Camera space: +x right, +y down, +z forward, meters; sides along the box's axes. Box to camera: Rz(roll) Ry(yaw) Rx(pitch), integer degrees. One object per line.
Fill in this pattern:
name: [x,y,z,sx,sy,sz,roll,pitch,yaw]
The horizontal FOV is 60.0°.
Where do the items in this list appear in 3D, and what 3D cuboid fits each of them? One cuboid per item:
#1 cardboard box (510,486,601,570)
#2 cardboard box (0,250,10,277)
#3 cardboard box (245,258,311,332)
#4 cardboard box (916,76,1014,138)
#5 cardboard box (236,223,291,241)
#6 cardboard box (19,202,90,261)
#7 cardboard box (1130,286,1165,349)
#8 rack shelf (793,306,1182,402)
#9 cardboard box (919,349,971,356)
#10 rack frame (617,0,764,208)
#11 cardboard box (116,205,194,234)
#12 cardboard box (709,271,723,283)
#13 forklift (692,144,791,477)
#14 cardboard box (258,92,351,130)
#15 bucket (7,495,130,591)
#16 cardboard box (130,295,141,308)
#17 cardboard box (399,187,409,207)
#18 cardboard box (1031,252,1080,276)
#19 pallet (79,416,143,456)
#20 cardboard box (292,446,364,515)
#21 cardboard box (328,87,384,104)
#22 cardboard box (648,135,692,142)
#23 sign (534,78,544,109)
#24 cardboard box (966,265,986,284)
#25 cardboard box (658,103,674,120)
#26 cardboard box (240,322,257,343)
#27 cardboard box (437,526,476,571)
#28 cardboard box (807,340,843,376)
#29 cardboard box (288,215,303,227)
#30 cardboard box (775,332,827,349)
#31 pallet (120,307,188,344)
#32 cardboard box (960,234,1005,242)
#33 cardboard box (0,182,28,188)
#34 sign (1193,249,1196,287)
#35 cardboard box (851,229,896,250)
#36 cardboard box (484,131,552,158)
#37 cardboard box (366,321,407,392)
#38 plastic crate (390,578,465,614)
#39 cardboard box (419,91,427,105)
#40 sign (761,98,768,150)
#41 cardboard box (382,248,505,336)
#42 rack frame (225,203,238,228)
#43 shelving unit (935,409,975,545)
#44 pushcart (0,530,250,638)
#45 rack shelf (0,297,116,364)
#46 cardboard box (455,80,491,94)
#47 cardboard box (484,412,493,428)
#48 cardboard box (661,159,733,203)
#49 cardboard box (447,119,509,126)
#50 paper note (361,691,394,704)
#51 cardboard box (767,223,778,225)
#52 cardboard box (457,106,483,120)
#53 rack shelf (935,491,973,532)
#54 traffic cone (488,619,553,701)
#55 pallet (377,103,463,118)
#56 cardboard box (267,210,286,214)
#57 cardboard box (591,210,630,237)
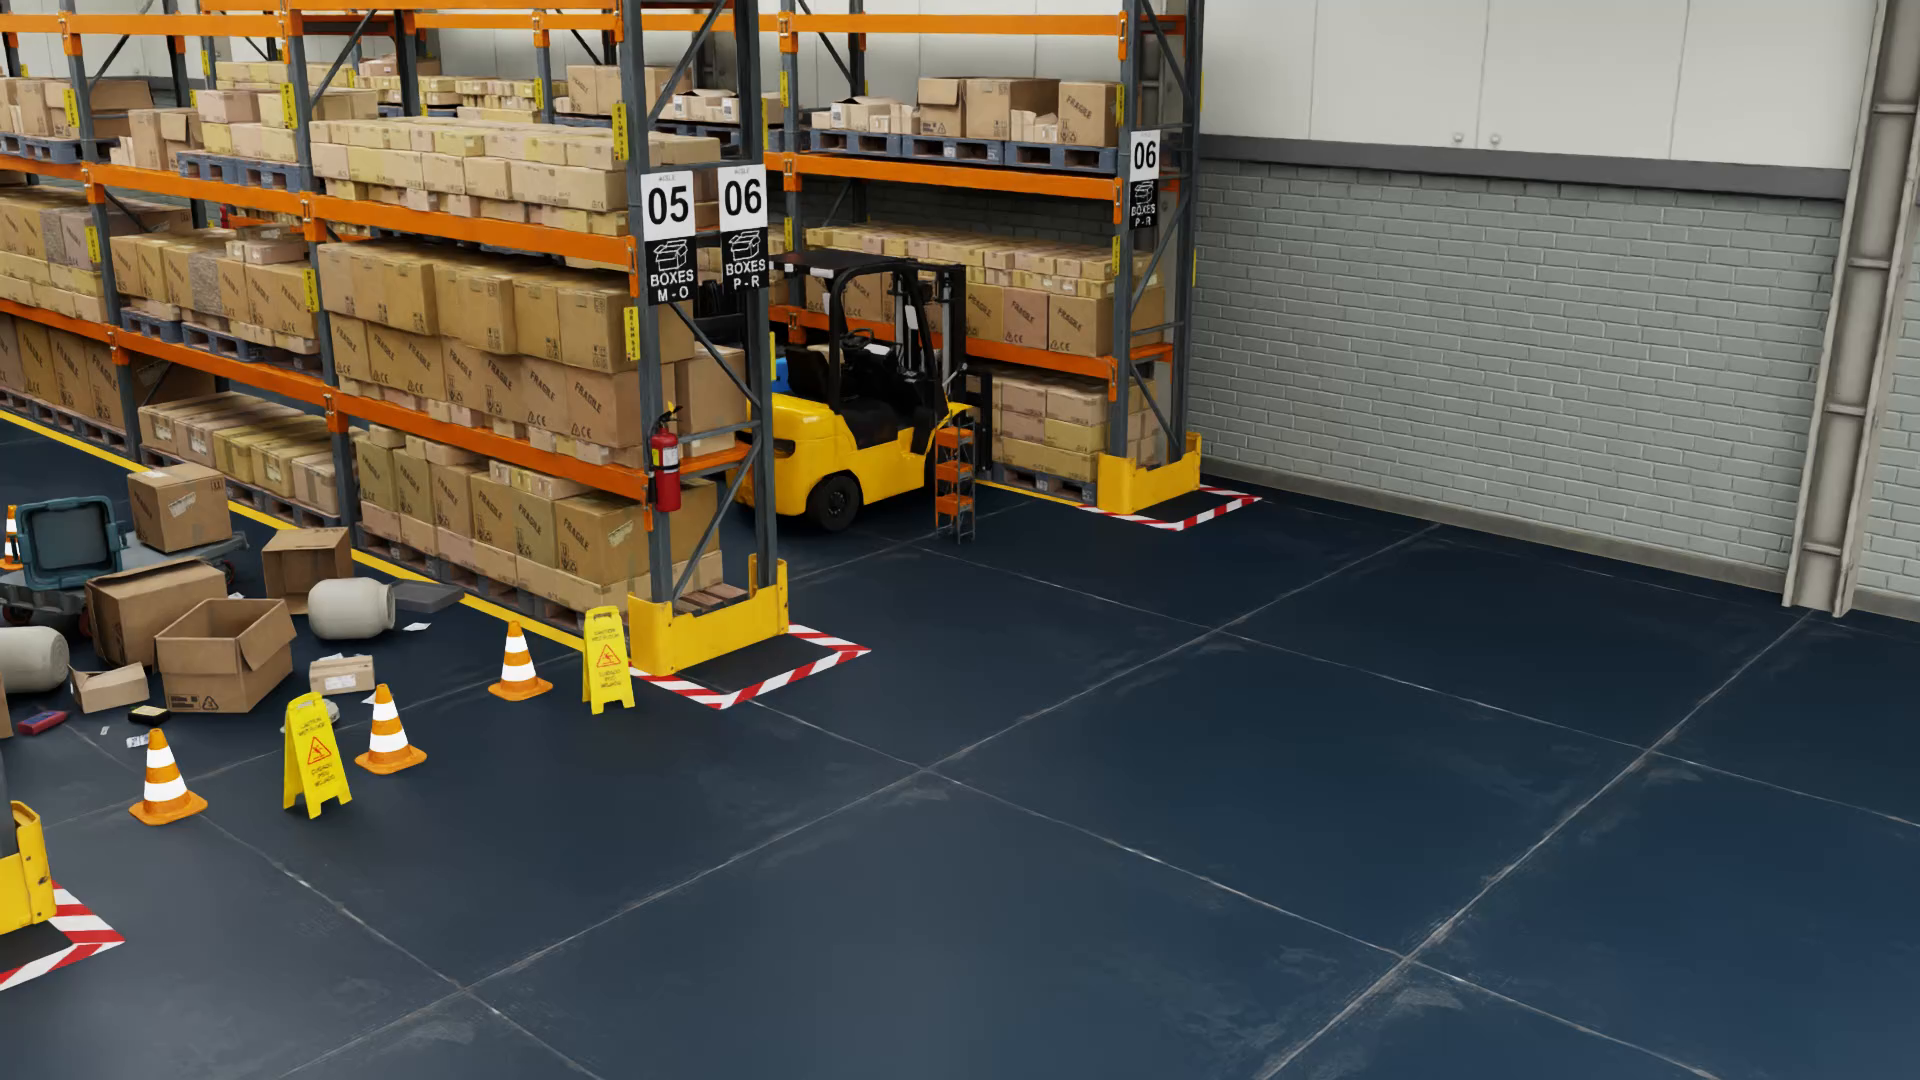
cardboard box: [-2.793,-0.138,11.699,0.500,0.500,0.500,16,24,41]
cardboard box: [-9.693,-2.903,17.223,0.500,0.250,0.500,15,23,40]
cardboard box: [-5.489,-2.018,13.660,0.500,0.500,0.500,15,23,40]
cardboard box: [0.060,-3.924,15.027,0.637,0.503,0.797,16,24,41]
cardboard box: [-6.200,-2.725,14.817,0.250,0.149,0.380,14,22,37]
cardboard box: [-8.928,-3.063,16.485,0.500,0.500,0.500,15,23,39]
cardboard box: [1.478,-2.019,14.849,0.500,0.500,0.500,16,24,41]
rack shelf: [0.168,-1.868,15.727,4.000,0.370,1.077,15,23,39]
cardboard box: [-0.073,-1.720,16.271,0.500,0.250,0.500,15,23,40]
rack frame: [-1.628,-3.545,9.904,0.127,3.000,1.000,15,23,39]
cardboard box: [-7.818,-2.970,16.193,0.500,0.500,0.500,14,22,37]
cardboard box: [-2.258,-2.682,17.352,0.500,0.250,0.500,15,23,39]
forklift: [-2.687,-2.360,16.201,1.130,2.935,3.031,-14,23,-38]
cardboard box: [-5.137,-3.372,13.048,0.500,0.250,0.500,16,23,40]
bucket: [-6.197,-0.007,11.572,0.726,0.611,0.620,-9,10,-27]
cardboard box: [-7.491,-2.264,15.509,0.250,0.149,0.380,13,22,36]
cardboard box: [-3.778,-2.475,11.907,0.250,0.149,0.380,14,22,38]
cardboard box: [0.838,-2.421,14.551,0.250,0.149,0.380,16,23,40]
pallet: [-8.151,-1.138,16.847,1.213,0.211,1.003,15,23,39]
cardboard box: [-5.013,-0.541,14.006,0.625,0.372,0.950,15,23,40]
cardboard box: [-7.838,-5.758,21.595,0.500,0.250,0.500,15,23,39]
cardboard box: [-1.957,-2.540,10.794,0.250,0.149,0.380,15,23,39]
sign: [-4.681,-4.969,18.496,0.005,0.325,0.100,15,23,39]
cardboard box: [0.243,-2.424,15.053,0.250,0.149,0.380,15,23,40]
cardboard box: [-2.928,-4.477,17.356,0.250,0.149,0.380,15,23,39]
cardboard box: [-5.783,-1.760,13.921,0.250,0.149,0.380,15,23,40]
cardboard box: [-3.552,0.012,12.465,0.500,0.250,0.500,15,23,39]
cardboard box: [-1.174,-1.810,16.555,0.500,0.250,0.500,15,23,38]
cardboard box: [-9.098,-4.455,23.107,0.250,0.149,0.380,16,23,40]
cardboard box: [-1.725,-1.782,17.501,0.625,0.625,0.875,16,24,42]
pallet: [-7.007,-2.081,15.527,1.003,0.211,1.213,15,23,39]
cardboard box: [0.217,-2.793,15.723,0.250,0.149,0.380,16,24,41]
cardboard box: [-10.798,-3.769,18.711,0.500,0.500,0.500,15,23,40]
sign: [2.037,-2.384,14.601,0.005,0.325,0.100,15,23,39]
cardboard box: [-0.834,-2.898,16.056,0.250,0.149,0.380,14,23,38]
cardboard box: [-2.959,-2.656,11.159,0.250,0.149,0.380,14,22,38]
cardboard box: [-4.084,-1.431,12.504,0.500,0.500,0.500,15,23,39]
plastic crate: [-3.989,0.404,12.206,0.583,0.080,0.402,7,19,21]
cardboard box: [-6.402,-5.369,20.166,0.250,0.149,0.380,16,23,41]
sign: [-1.268,-2.654,10.612,0.005,0.325,0.100,15,23,39]
cardboard box: [-3.709,-1.802,12.022,0.500,0.500,0.700,14,23,38]
rack frame: [-10.303,-5.021,24.475,0.127,3.000,1.000,15,23,39]
shelving unit: [-0.040,-0.511,13.487,0.252,1.050,0.215,15,23,39]
pushcart: [-6.095,0.288,12.082,0.936,0.377,1.648,7,19,21]
rack shelf: [-9.107,-2.350,17.247,4.000,0.370,1.077,15,23,39]
cardboard box: [-5.743,-5.368,19.705,0.250,0.149,0.380,15,23,39]
cardboard box: [-3.180,-0.903,11.915,0.250,0.149,0.380,15,23,39]
cardboard box: [-1.827,-2.346,10.844,0.500,0.250,0.500,15,23,38]
cardboard box: [-3.576,-3.034,12.352,0.250,0.149,0.380,16,24,41]
paper note: [-3.656,0.991,10.440,0.142,0.019,0.148,7,19,21]
cardboard box: [-2.174,-3.306,17.833,0.250,0.149,0.380,15,23,39]
cardboard box: [-5.615,-5.023,19.768,0.500,0.250,0.500,15,23,39]
rack shelf: [-0.040,-0.236,13.574,0.240,0.259,0.215,15,23,39]
traffic cone: [-2.805,0.730,10.548,0.334,0.463,0.336,15,23,39]
pallet: [-6.870,-5.412,21.057,1.003,0.211,1.213,15,23,39]
cardboard box: [-9.384,-4.737,23.337,0.500,0.250,0.500,14,23,38]
cardboard box: [-2.080,-2.003,10.422,0.250,0.149,0.380,15,23,39]
